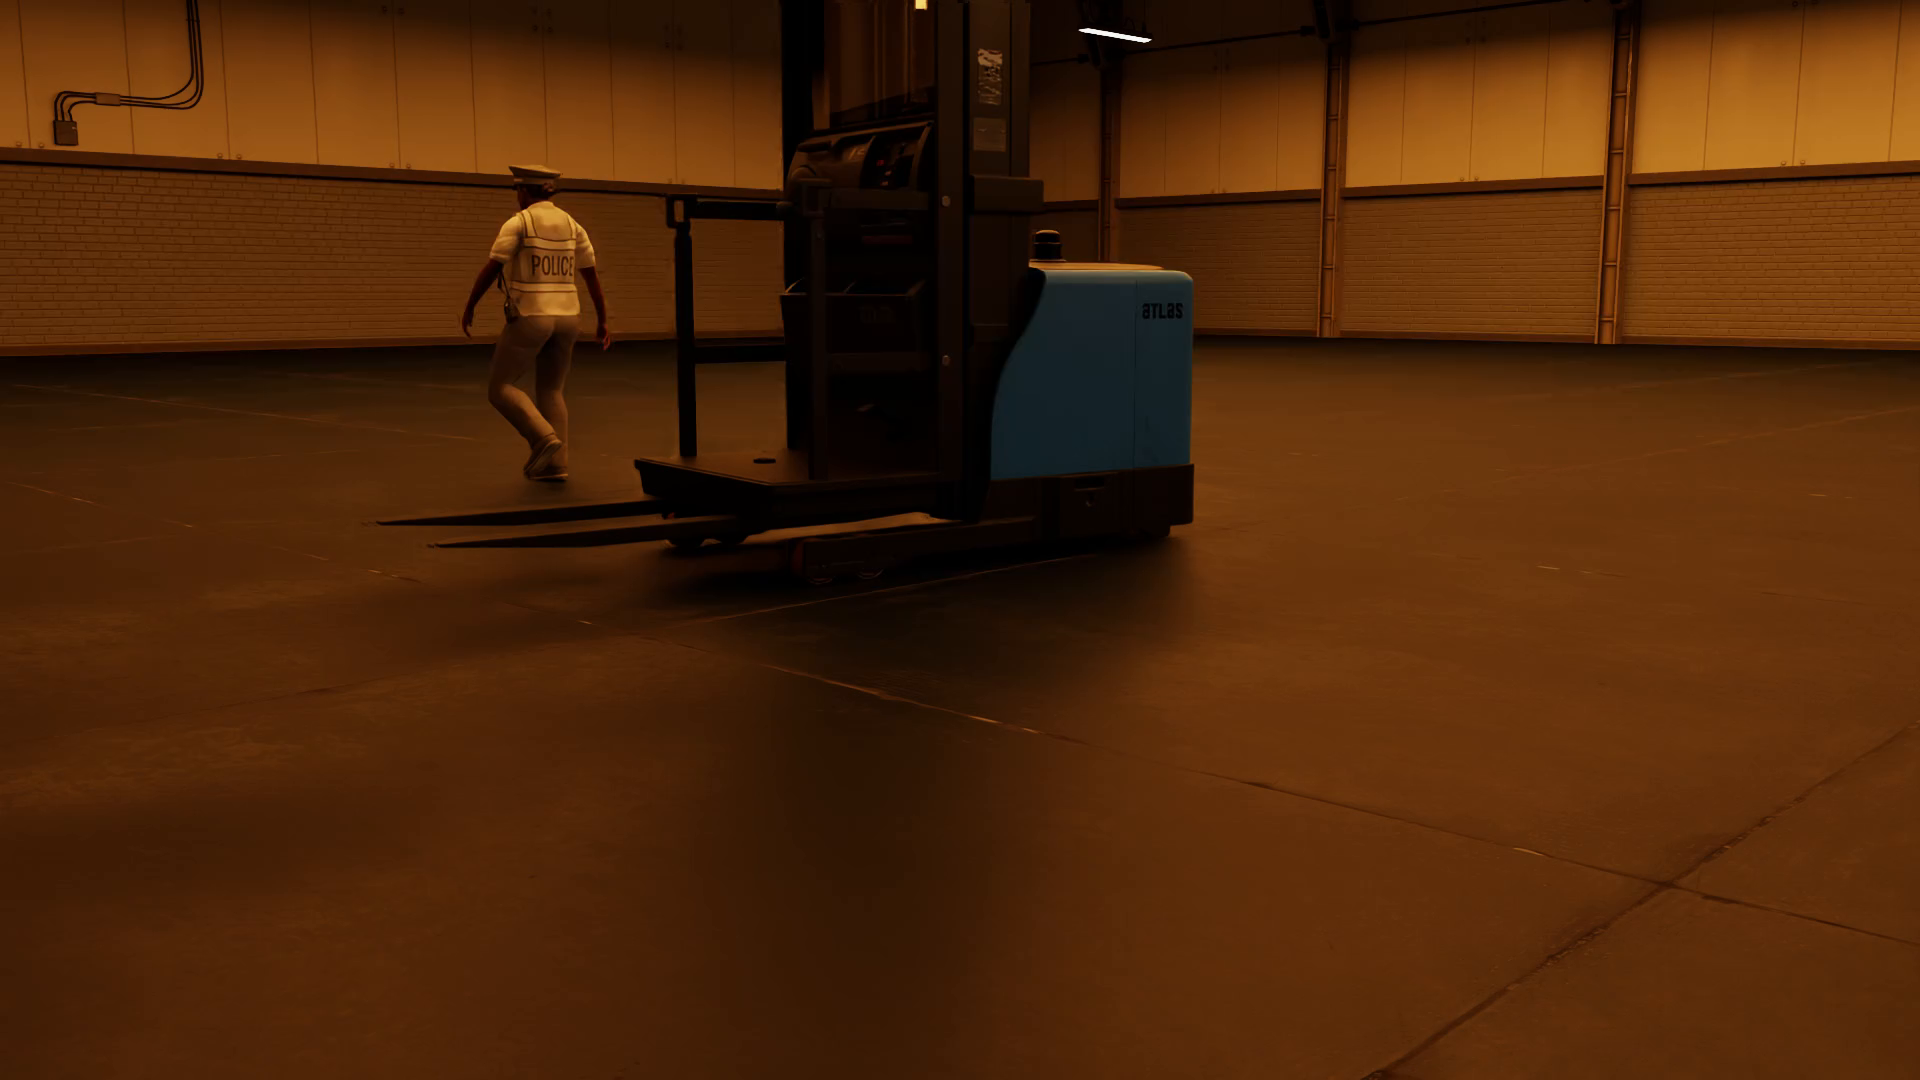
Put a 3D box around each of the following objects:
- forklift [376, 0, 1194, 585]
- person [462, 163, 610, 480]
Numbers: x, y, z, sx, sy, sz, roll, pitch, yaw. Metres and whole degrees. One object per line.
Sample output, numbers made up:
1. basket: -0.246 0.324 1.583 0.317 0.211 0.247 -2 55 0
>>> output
1. forklift: -0.554 -1.382 6.055 3.031 2.935 1.130 -6 10 -35
2. person: -2.173 -1.117 8.634 0.499 1.647 0.674 7 11 40
